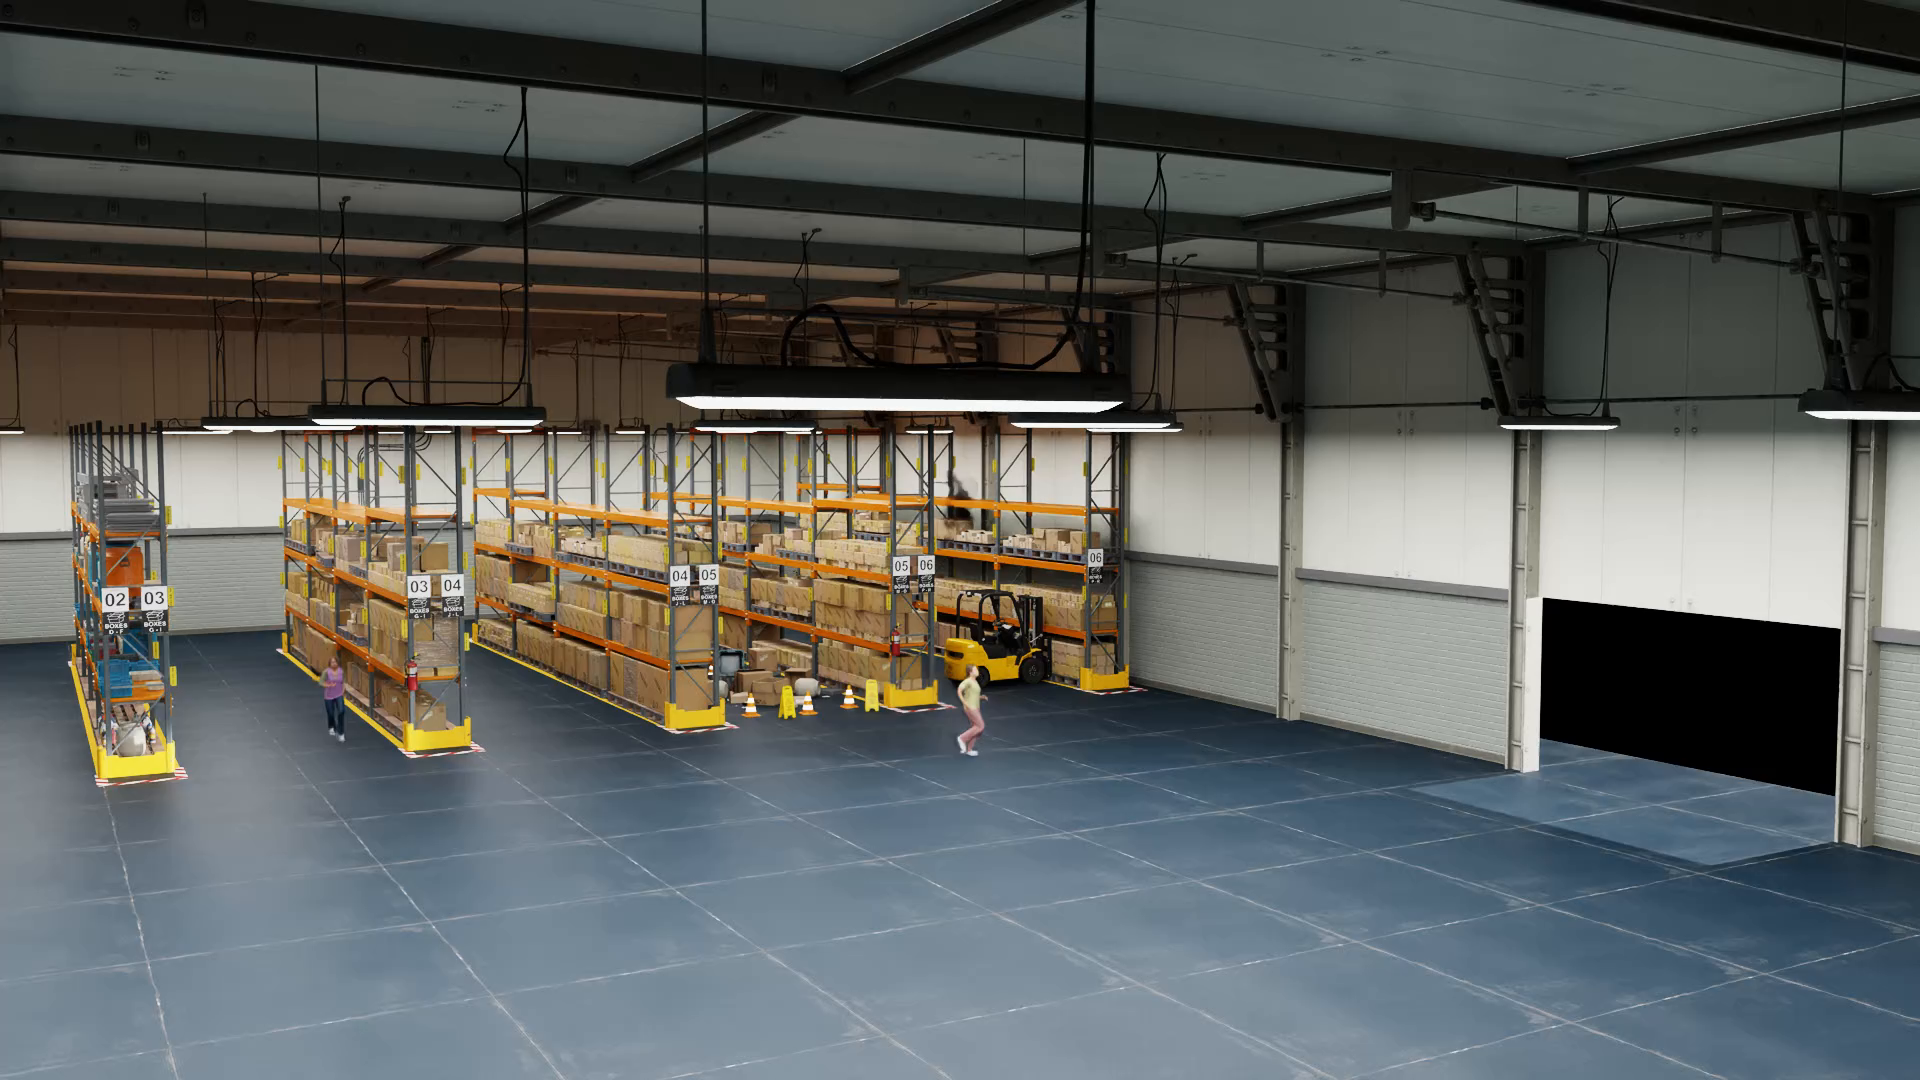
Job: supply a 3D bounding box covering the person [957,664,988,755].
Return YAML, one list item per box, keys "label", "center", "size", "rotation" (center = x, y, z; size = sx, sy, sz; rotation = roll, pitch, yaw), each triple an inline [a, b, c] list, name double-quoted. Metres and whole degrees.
- label: "person"
  center: [0.232, 3.052, 29.920]
  size: [0.514, 1.638, 0.624]
  rotation: [1, 4, 18]

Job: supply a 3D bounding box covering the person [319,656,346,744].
- label: "person"
  center: [-11.832, 3.044, 31.367]
  size: [0.512, 1.548, 0.807]
  rotation: [-2, 4, -27]
